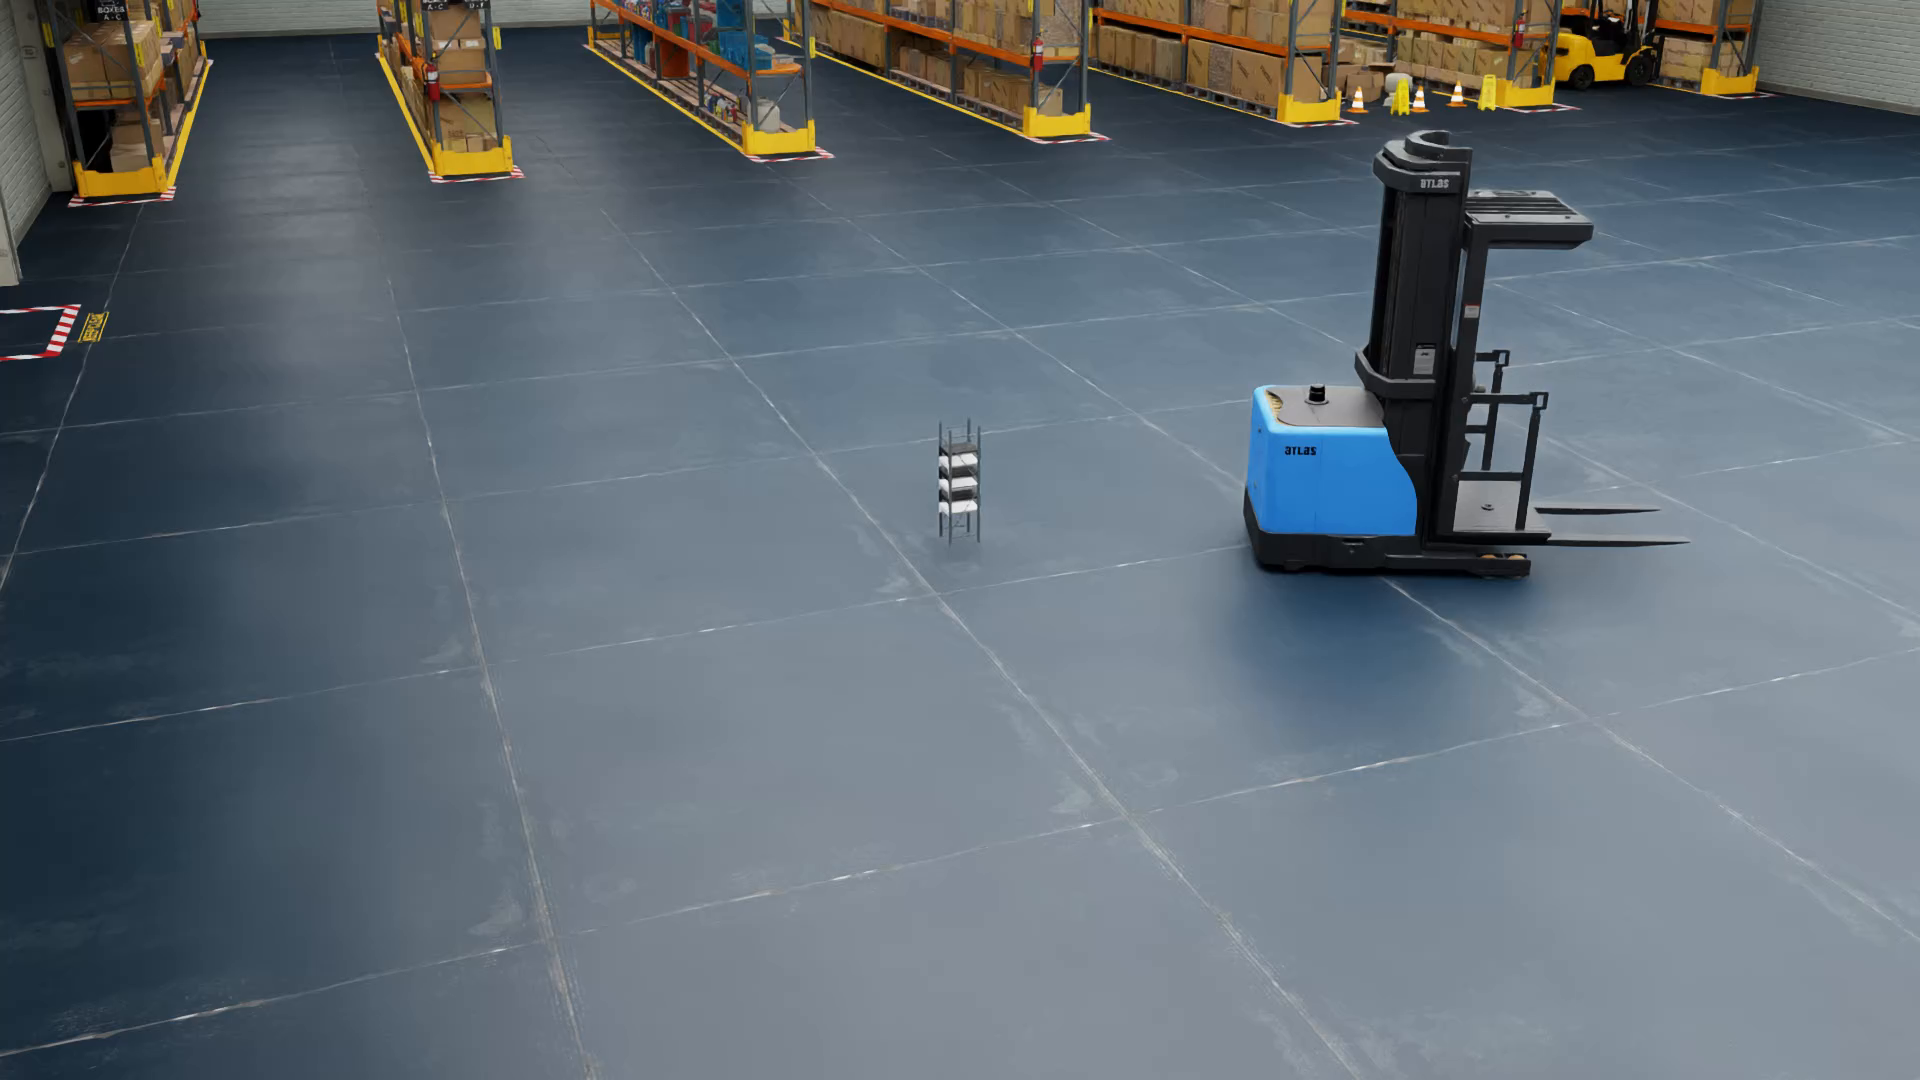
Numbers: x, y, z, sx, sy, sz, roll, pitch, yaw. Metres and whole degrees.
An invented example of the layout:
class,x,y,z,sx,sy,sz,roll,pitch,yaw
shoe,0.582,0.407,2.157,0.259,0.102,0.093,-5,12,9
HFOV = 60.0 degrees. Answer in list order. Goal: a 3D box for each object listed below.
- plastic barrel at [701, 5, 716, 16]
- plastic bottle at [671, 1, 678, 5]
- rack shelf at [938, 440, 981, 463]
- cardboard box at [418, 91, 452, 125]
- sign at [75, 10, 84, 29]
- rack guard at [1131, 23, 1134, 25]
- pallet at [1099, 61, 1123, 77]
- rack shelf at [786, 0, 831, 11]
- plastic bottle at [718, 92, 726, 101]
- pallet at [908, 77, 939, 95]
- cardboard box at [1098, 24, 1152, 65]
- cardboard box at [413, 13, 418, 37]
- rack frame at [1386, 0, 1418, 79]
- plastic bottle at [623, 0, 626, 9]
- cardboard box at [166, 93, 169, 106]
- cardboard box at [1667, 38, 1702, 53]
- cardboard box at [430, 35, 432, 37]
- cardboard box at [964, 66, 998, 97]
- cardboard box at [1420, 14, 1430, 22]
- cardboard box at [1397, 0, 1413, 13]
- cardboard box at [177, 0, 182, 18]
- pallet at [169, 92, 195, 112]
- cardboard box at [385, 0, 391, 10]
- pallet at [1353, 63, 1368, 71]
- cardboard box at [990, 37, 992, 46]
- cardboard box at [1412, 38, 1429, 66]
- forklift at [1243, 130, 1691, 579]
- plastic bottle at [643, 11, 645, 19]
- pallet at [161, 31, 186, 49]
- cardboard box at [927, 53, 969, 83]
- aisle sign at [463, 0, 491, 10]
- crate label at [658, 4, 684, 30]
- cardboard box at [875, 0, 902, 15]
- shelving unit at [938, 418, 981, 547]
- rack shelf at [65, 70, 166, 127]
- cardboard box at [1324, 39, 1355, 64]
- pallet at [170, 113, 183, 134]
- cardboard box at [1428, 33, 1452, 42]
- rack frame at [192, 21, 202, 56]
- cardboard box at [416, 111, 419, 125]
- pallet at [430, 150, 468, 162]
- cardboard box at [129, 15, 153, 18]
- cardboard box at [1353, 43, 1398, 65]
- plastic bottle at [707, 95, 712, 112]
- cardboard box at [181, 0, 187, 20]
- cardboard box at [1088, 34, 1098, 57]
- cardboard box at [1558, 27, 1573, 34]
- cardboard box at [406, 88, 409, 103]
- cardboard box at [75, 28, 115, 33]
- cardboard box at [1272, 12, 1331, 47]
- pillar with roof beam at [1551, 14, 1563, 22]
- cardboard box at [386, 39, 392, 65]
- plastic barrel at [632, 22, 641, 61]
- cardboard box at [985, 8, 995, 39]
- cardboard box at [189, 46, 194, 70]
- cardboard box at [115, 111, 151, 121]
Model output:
class,x,y,z,sx,sy,sz,roll,pitch,yaw
plastic barrel,-4.723,-9.950,31.821,0.433,0.535,0.433,0,23,0
plastic bottle,-6.085,-11.345,35.465,0.152,0.276,0.135,-8,24,-19
rack shelf,-0.003,-0.636,11.990,0.258,0.077,0.200,-8,24,-19
cardboard box,-8.564,-7.081,27.222,0.500,0.500,0.500,-8,24,-19
sign,-14.117,-8.340,26.685,0.100,0.325,0.005,-8,24,-19
rack guard,5.326,-14.500,46.008,1.175,0.500,0.348,-8,24,-19
pallet,3.773,-10.438,36.744,1.003,0.211,1.213,-8,24,-19
rack shelf,-3.230,-13.225,40.691,1.077,0.370,4.000,-8,24,-19
plastic bottle,-4.299,-7.895,29.964,0.144,0.351,0.185,-8,24,-19
pallet,-0.409,-9.365,34.197,1.003,0.211,1.213,-8,24,-19
cardboard box,3.696,-10.943,36.708,1.050,0.750,0.750,-9,24,-20
cardboard box,-9.771,-9.457,30.697,0.500,0.500,0.500,-10,25,-22
rack frame,9.574,-11.283,35.157,1.000,3.000,0.127,-8,24,-19
plastic bottle,-7.380,-11.856,36.668,0.061,0.283,0.133,-8,24,-19
cardboard box,-14.636,-7.931,29.856,0.700,0.500,0.500,-8,24,-19
cardboard box,14.989,-10.208,34.320,0.500,0.250,0.500,-8,24,-18
cardboard box,-8.051,-7.757,25.829,0.380,0.149,0.250,-9,24,-20
cardboard box,0.406,-8.814,31.977,0.500,0.500,0.500,-9,25,-21
cardboard box,9.700,-10.737,34.185,0.380,0.149,0.250,-8,24,-17
cardboard box,9.468,-11.268,34.610,0.500,0.500,0.500,-8,24,-19
cardboard box,-15.837,-10.666,33.157,0.500,0.500,0.500,-8,24,-19
pallet,-15.220,-8.349,31.788,1.003,0.211,1.213,-8,24,-19
cardboard box,-11.532,-11.267,34.452,0.700,0.500,0.500,-5,23,-11
pallet,9.297,-10.280,36.369,1.003,0.211,1.213,-8,24,-19
cardboard box,0.770,-9.060,30.207,0.380,0.149,0.250,-8,24,-19
cardboard box,9.730,-10.110,34.410,0.500,0.500,0.500,-7,24,-17
forklift,3.627,-1.289,11.534,3.031,2.935,1.130,1,23,2
plastic bottle,-6.563,-10.999,34.739,0.097,0.201,0.097,0,23,0
pallet,-14.661,-9.005,29.999,1.213,0.211,1.003,-8,24,-19
cardboard box,-0.243,-9.579,33.767,0.700,0.500,0.500,-11,25,-24
aisle sign,-7.244,-8.328,24.799,0.394,0.787,0.004,-8,24,-19
crate label,-5.646,-10.315,32.816,0.502,0.435,0.616,-8,24,-19
cardboard box,-1.517,-11.568,35.705,0.500,0.500,0.500,-8,24,-17
shelving unit,-0.003,-0.418,12.082,0.258,0.900,0.210,-8,24,-19
rack shelf,-12.893,-6.826,25.509,1.077,0.370,4.000,-8,24,-19
cardboard box,7.919,-10.225,34.890,0.500,0.500,0.500,-8,24,-19
pallet,-14.311,-7.326,29.359,1.003,0.211,1.213,-8,24,-19
cardboard box,9.799,-10.265,33.940,0.380,0.149,0.250,-7,24,-16
rack frame,-17.839,-12.244,37.439,1.000,3.000,0.127,-8,24,-19
cardboard box,-9.086,-7.281,28.663,0.500,0.250,0.500,-8,24,-19
pallet,-7.863,-6.099,26.448,1.003,0.211,1.213,-8,24,-19
cardboard box,-13.938,-8.527,27.923,0.700,0.500,0.500,-6,24,-14
cardboard box,9.129,-10.716,36.656,0.950,0.372,0.625,-7,24,-16
plastic bottle,-4.489,-7.901,30.075,0.152,0.276,0.135,-7,24,-17
cardboard box,-16.602,-11.128,34.405,0.980,0.700,0.700,-8,24,-18
cardboard box,3.088,-11.265,37.793,0.500,0.500,0.500,-8,24,-19
cardboard box,14.021,-11.252,37.602,0.875,0.625,0.625,-7,24,-17
cardboard box,-10.101,-8.344,31.184,0.500,0.250,0.500,-9,24,-20
cardboard box,-13.279,-7.600,25.621,0.500,0.500,0.500,-8,24,-18
cardboard box,6.218,-9.311,30.286,0.875,0.550,0.550,-8,24,-19
pillar with roof beam,10.079,-15.242,36.827,9.100,9.000,0.400,-8,24,-19
cardboard box,-12.259,-10.691,36.405,0.500,0.500,0.500,-8,24,-19
plastic barrel,-6.981,-11.177,37.067,0.600,0.901,0.708,-8,24,-19
cardboard box,0.956,-9.392,30.160,0.875,0.500,0.500,-8,24,-19
cardboard box,-16.594,-10.118,35.072,0.700,0.500,0.500,-8,24,-18
cardboard box,-13.195,-6.563,26.612,0.500,0.500,0.500,-10,25,-23
